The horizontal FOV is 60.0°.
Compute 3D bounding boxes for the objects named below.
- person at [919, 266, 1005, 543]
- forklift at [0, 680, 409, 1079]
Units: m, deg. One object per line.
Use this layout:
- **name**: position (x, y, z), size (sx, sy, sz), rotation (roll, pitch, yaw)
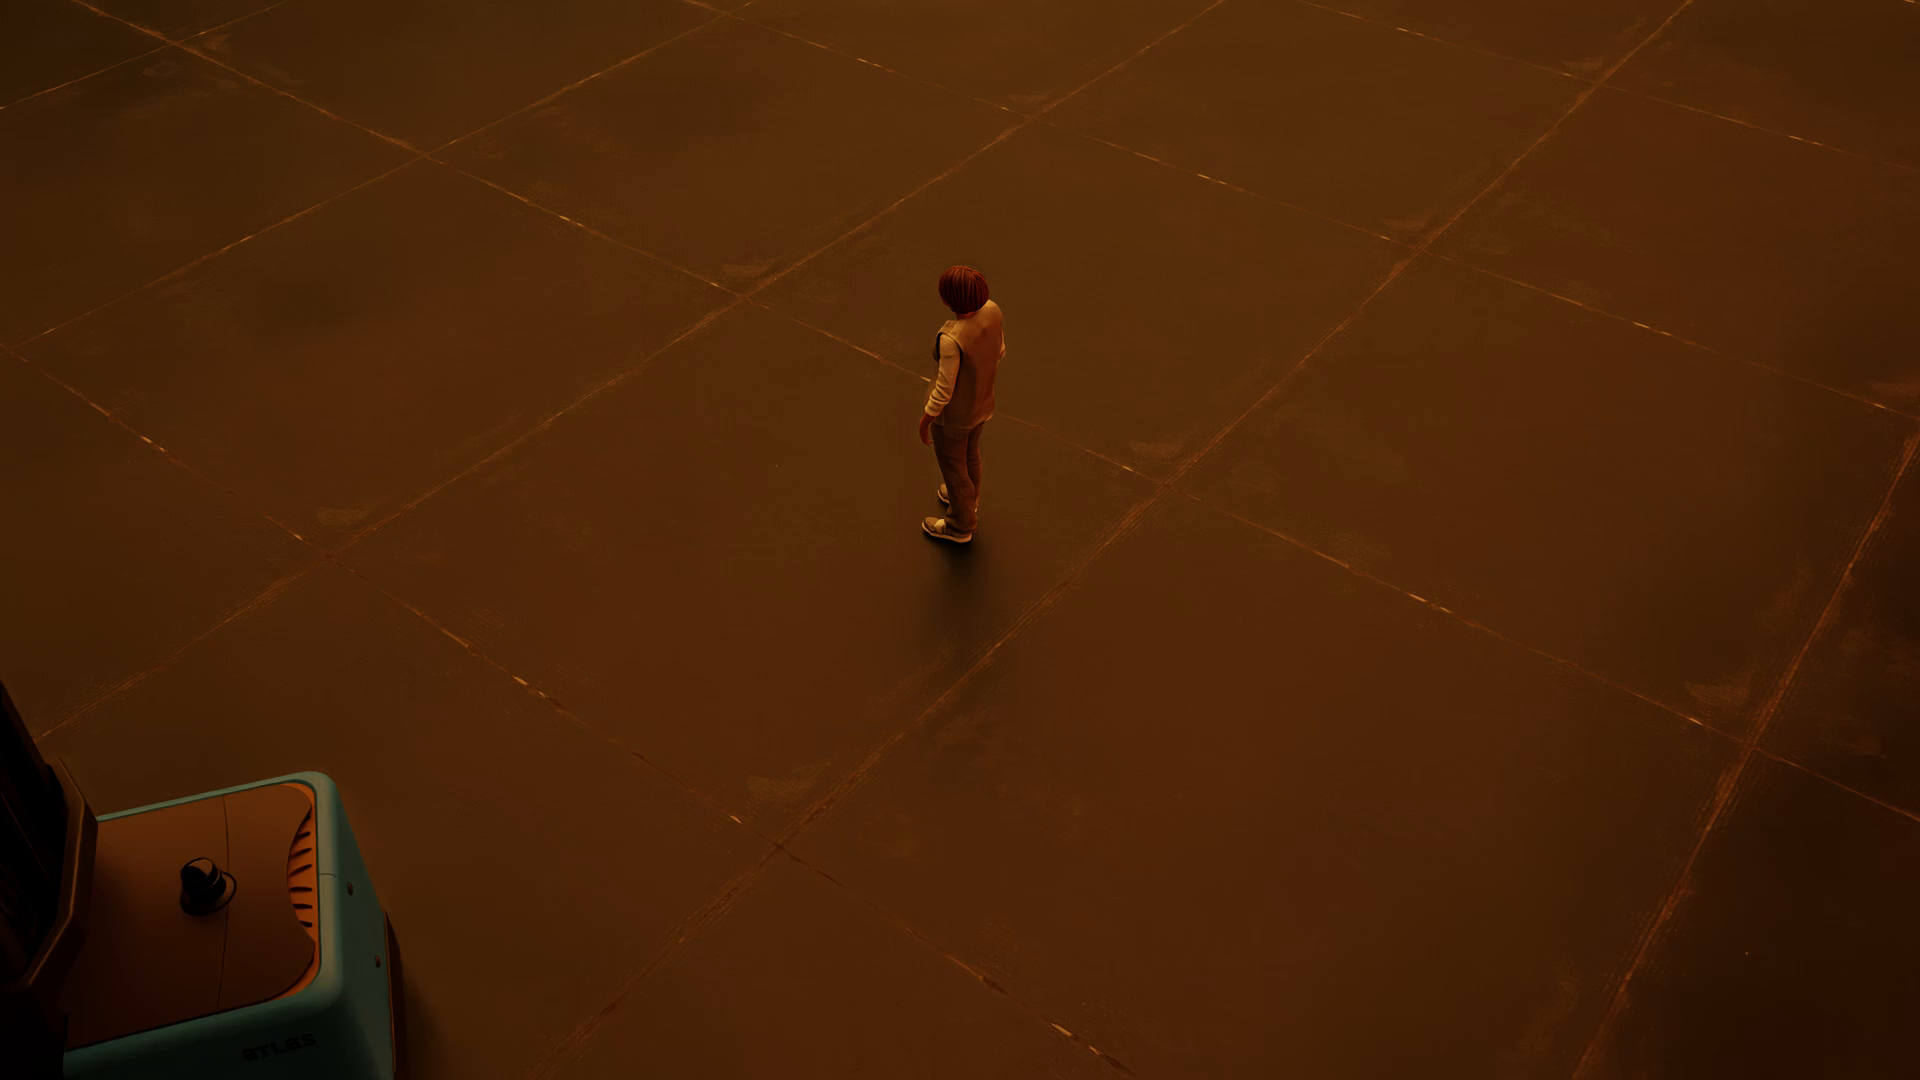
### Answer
- **person**: position (-0.050, -0.650, 7.853), size (0.475, 1.597, 0.520), rotation (26, 47, 28)
- **forklift**: position (-3.464, 1.073, 4.816), size (3.031, 2.935, 1.130), rotation (-12, 42, -13)
